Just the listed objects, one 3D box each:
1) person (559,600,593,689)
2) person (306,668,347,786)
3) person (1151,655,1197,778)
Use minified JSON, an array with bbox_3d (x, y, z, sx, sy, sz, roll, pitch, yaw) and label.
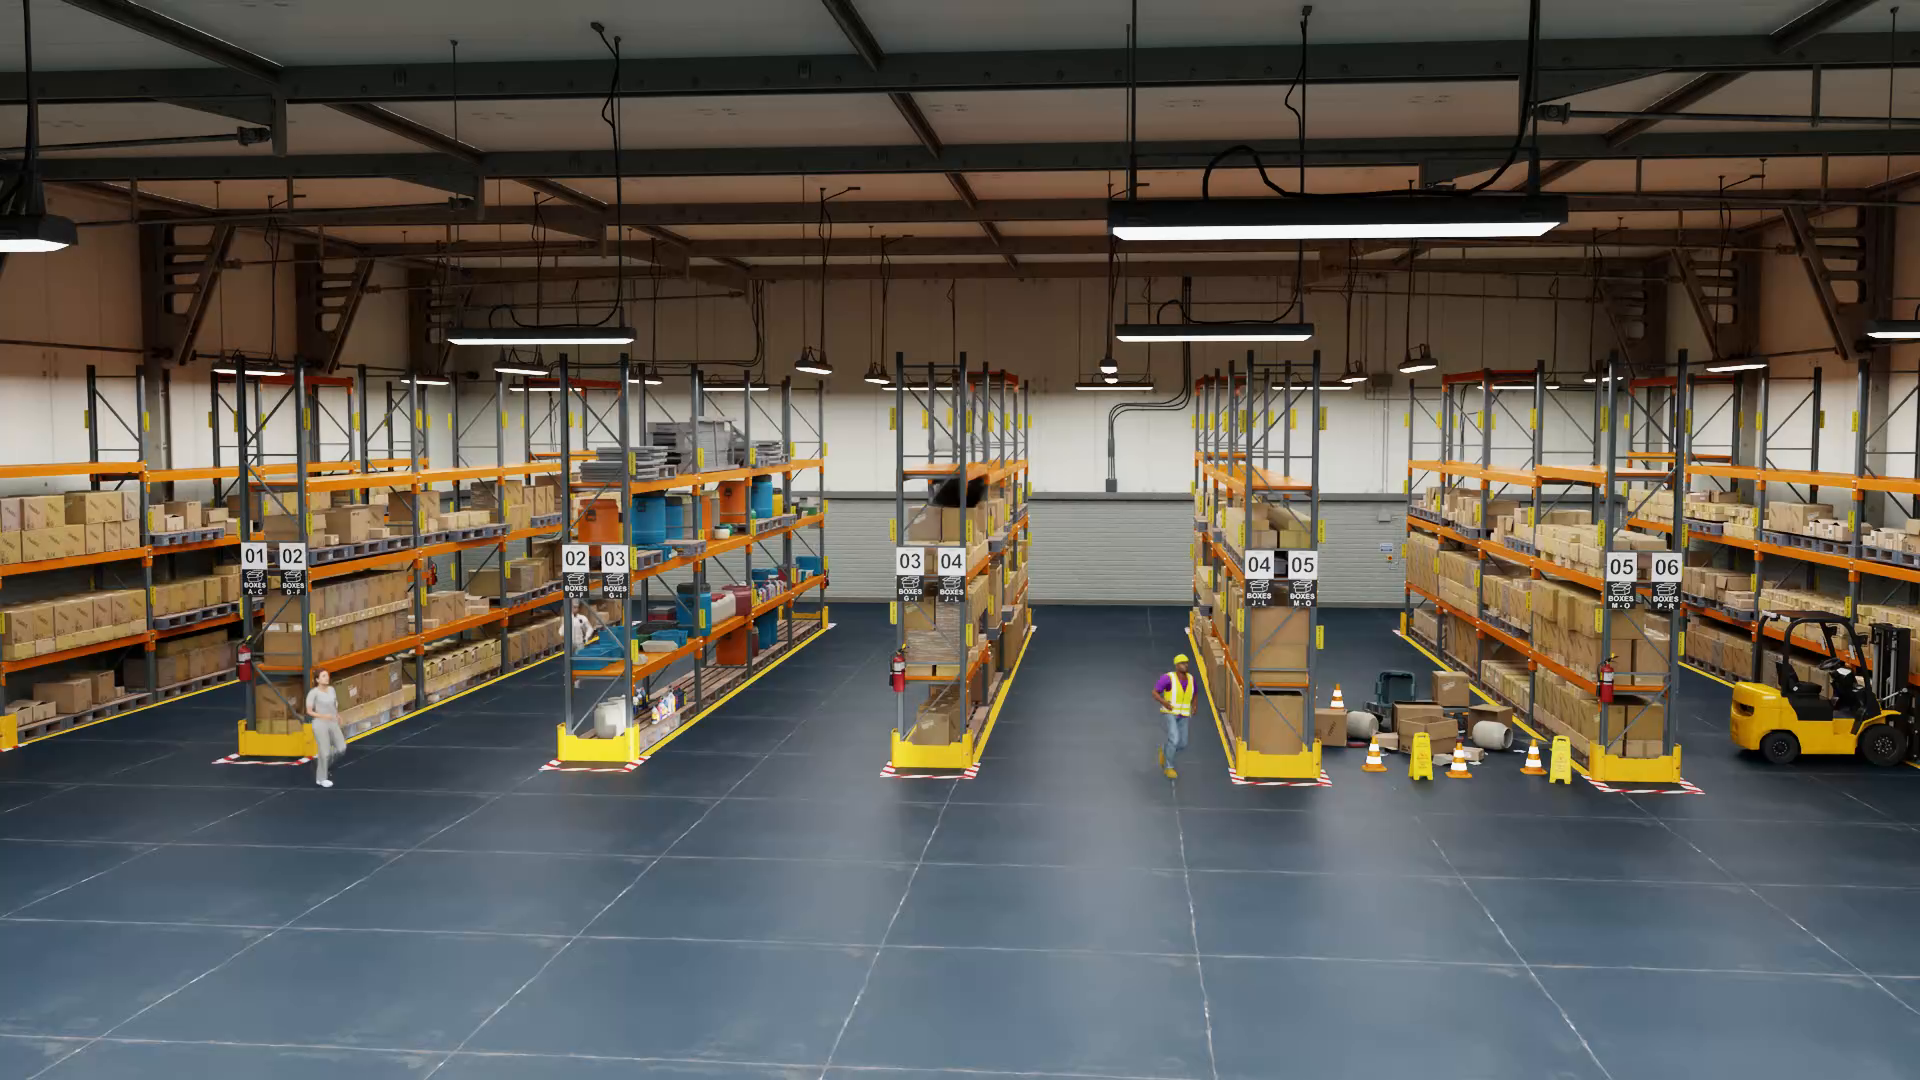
[{"bbox_3d":[-7.228,1.949,31.296,0.625,1.654,0.723,-1,4,-7],"label":"person"},{"bbox_3d":[-8.692,2.568,22.829,0.556,1.631,0.558,3,5,33],"label":"person"},{"bbox_3d":[3.071,2.476,23.692,0.737,1.710,0.642,-2,4,-21],"label":"person"}]
